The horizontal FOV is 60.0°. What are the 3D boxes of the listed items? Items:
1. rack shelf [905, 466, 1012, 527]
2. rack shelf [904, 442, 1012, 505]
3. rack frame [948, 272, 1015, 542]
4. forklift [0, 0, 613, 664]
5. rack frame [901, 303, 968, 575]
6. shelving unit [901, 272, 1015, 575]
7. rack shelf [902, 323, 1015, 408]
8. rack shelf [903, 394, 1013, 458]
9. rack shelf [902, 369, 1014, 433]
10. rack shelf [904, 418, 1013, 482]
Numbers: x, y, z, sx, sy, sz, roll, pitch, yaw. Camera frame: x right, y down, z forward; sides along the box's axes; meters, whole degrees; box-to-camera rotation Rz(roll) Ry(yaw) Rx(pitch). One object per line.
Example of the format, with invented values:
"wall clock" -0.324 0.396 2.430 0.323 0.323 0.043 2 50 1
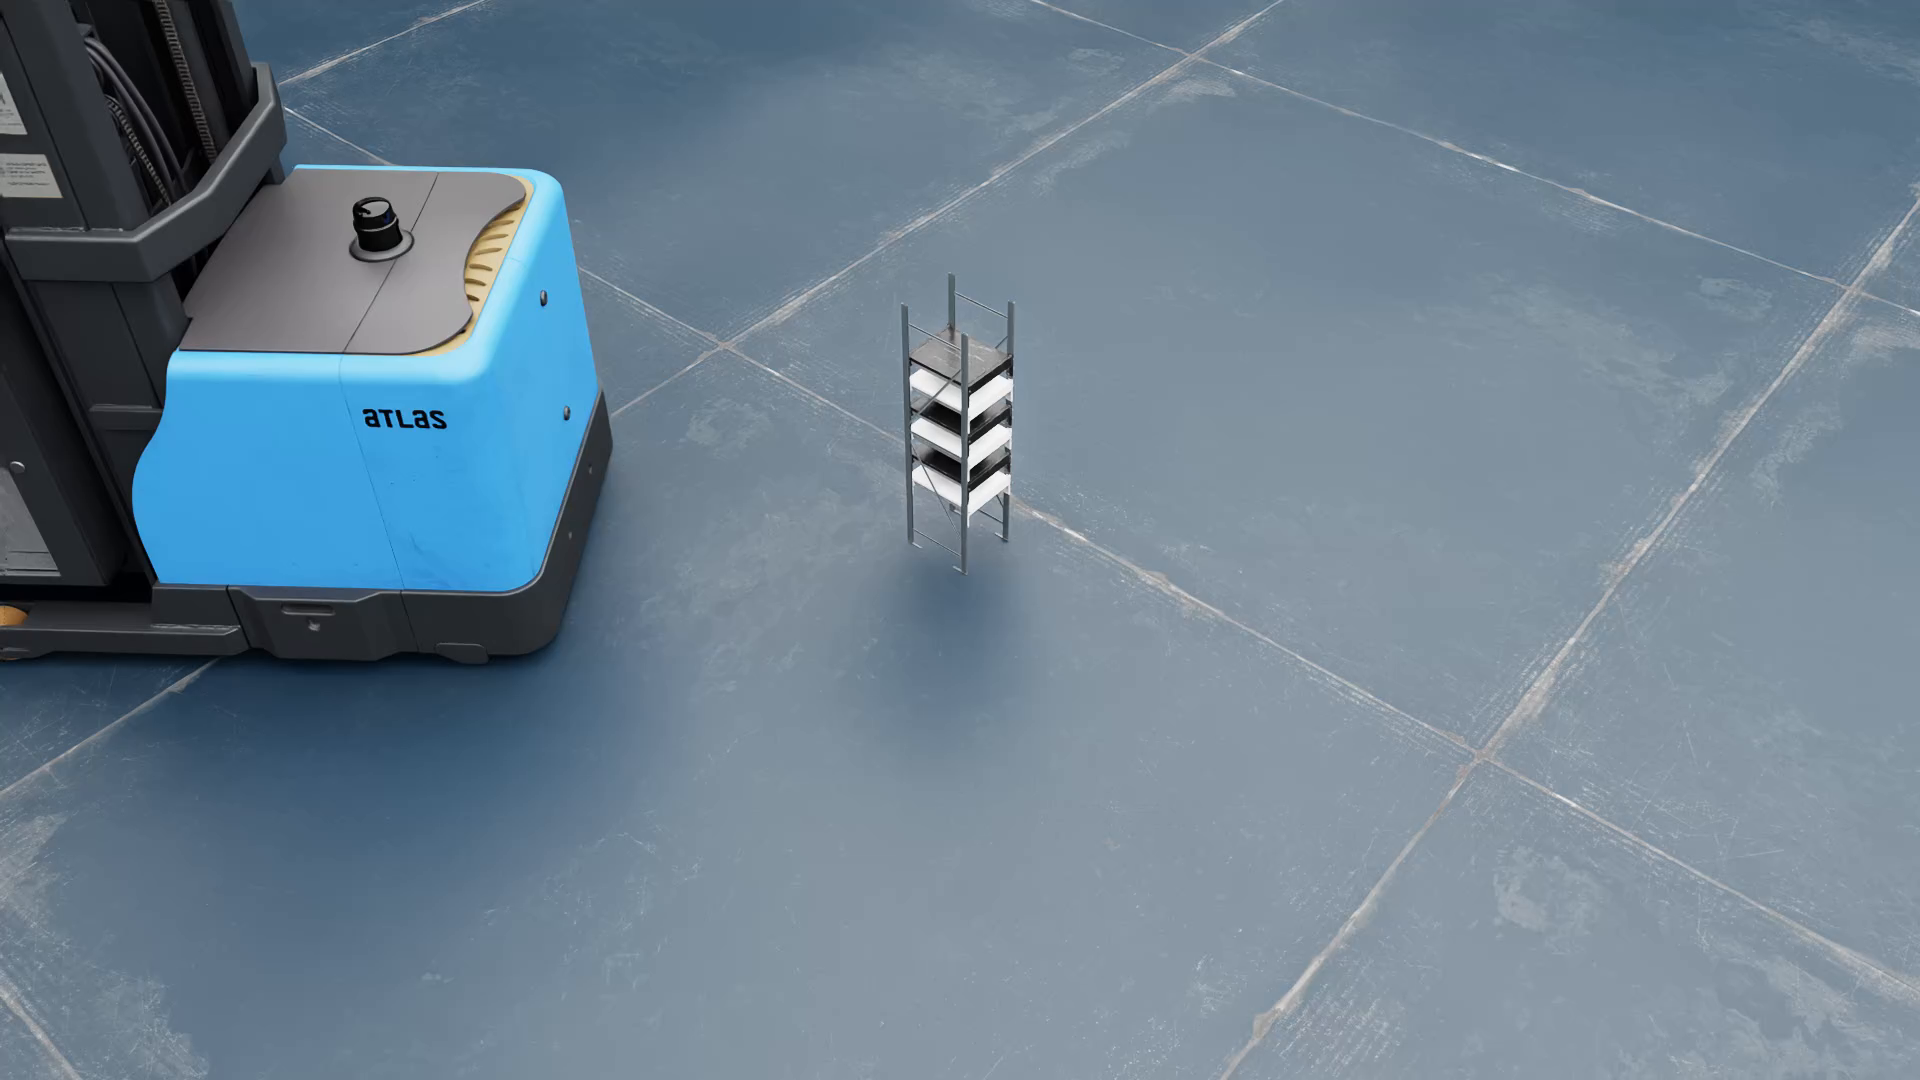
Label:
"rack shelf" -0.005 -0.171 5.086 0.258 0.077 0.200 29 50 28
"rack shelf" -0.005 -0.238 5.026 0.258 0.077 0.200 29 50 28
"rack frame" 0.060 -0.381 5.000 0.240 0.900 0.006 29 50 28
"forklift" -2.672 -1.088 4.268 3.031 2.935 1.130 1 42 2
"rack frame" -0.071 -0.276 4.885 0.240 0.900 0.006 29 50 28
"shelving unit" -0.005 -0.329 4.943 0.258 0.900 0.210 29 50 28
"rack shelf" -0.005 -0.504 4.783 0.258 0.077 0.200 29 50 28
"rack shelf" -0.005 -0.371 4.905 0.258 0.077 0.200 29 50 28
"rack shelf" -0.005 -0.437 4.844 0.258 0.077 0.200 29 50 28
"rack shelf" -0.005 -0.304 4.965 0.258 0.077 0.200 29 50 28
